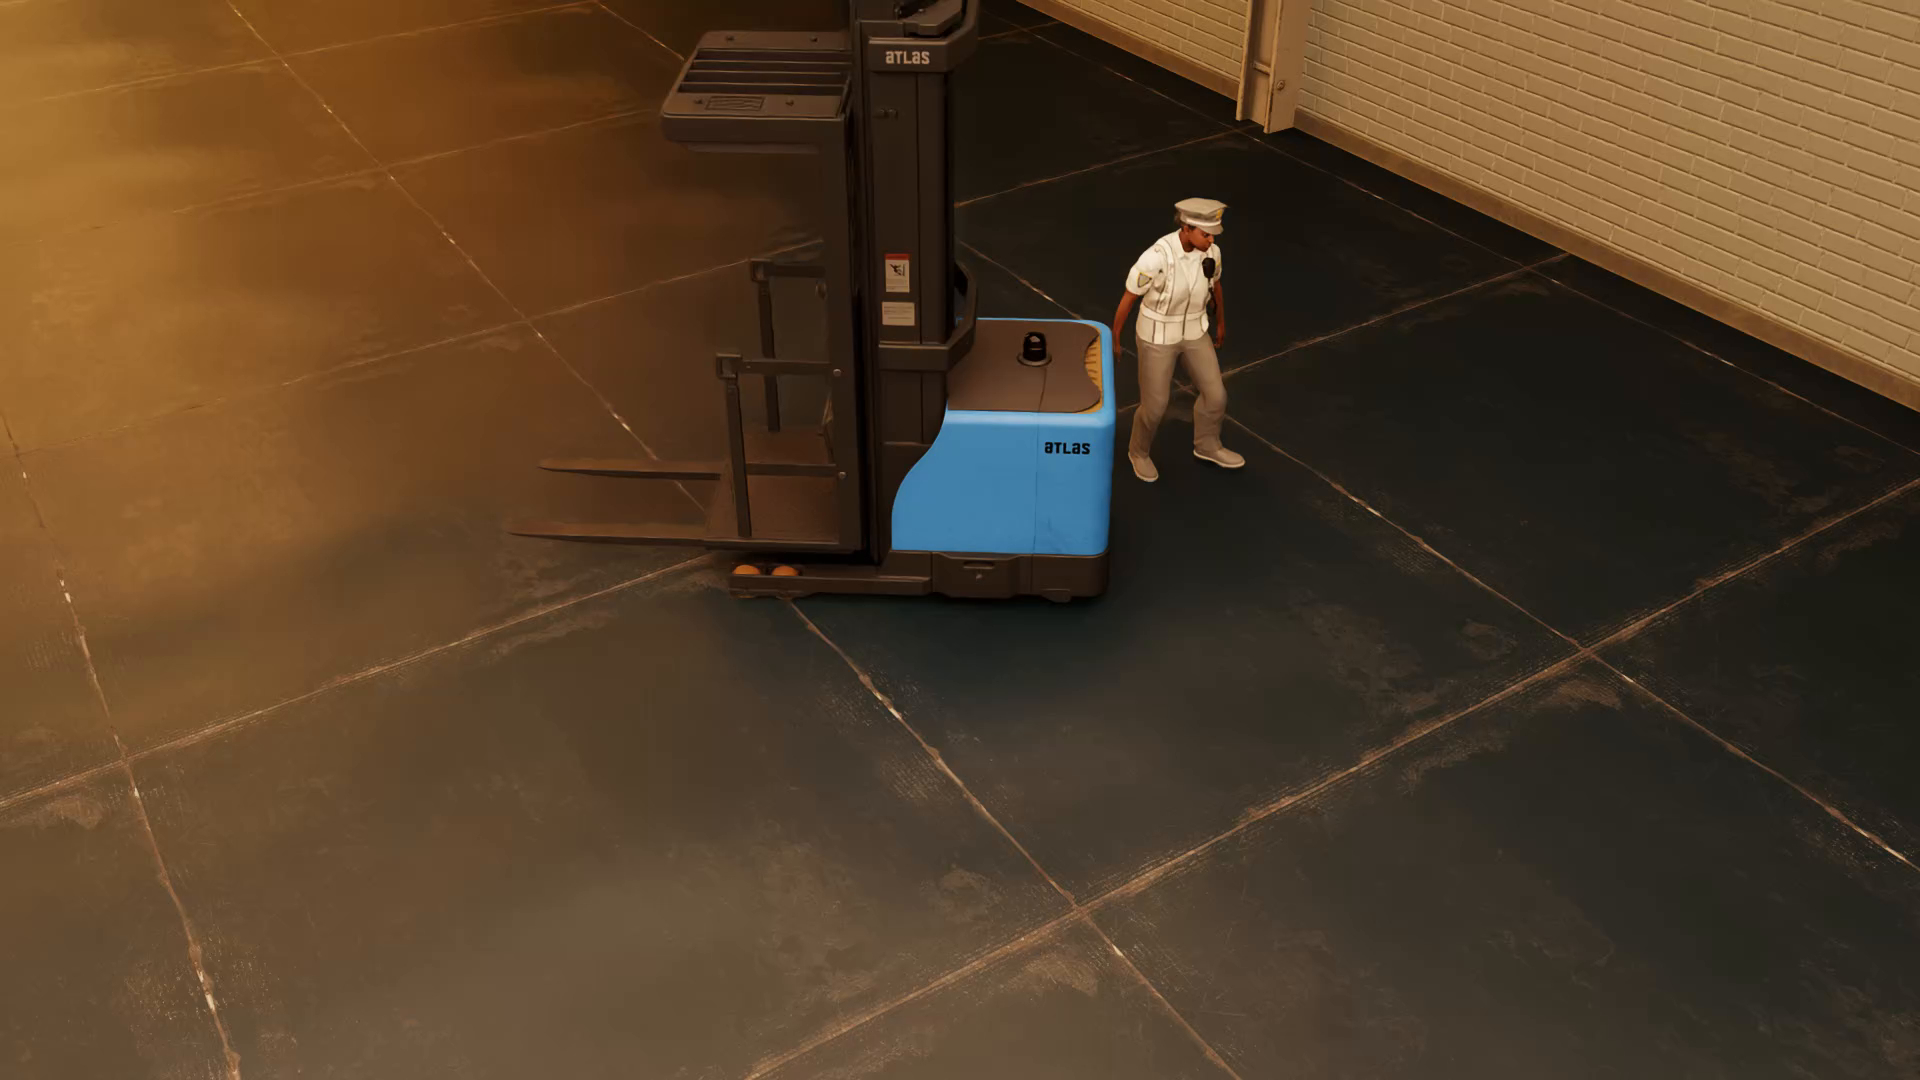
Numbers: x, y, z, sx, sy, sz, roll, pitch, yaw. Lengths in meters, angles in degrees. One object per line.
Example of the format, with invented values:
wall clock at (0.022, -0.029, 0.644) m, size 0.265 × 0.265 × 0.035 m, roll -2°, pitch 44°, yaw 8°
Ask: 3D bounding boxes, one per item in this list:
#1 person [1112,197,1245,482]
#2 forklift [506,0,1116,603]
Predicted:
person at (1.175, -1.064, 8.808) m, size 0.787 × 1.632 × 0.404 m, roll -13°, pitch 37°, yaw -18°
forklift at (-0.757, -1.204, 7.862) m, size 3.031 × 2.935 × 1.130 m, roll 2°, pitch 35°, yaw 2°
